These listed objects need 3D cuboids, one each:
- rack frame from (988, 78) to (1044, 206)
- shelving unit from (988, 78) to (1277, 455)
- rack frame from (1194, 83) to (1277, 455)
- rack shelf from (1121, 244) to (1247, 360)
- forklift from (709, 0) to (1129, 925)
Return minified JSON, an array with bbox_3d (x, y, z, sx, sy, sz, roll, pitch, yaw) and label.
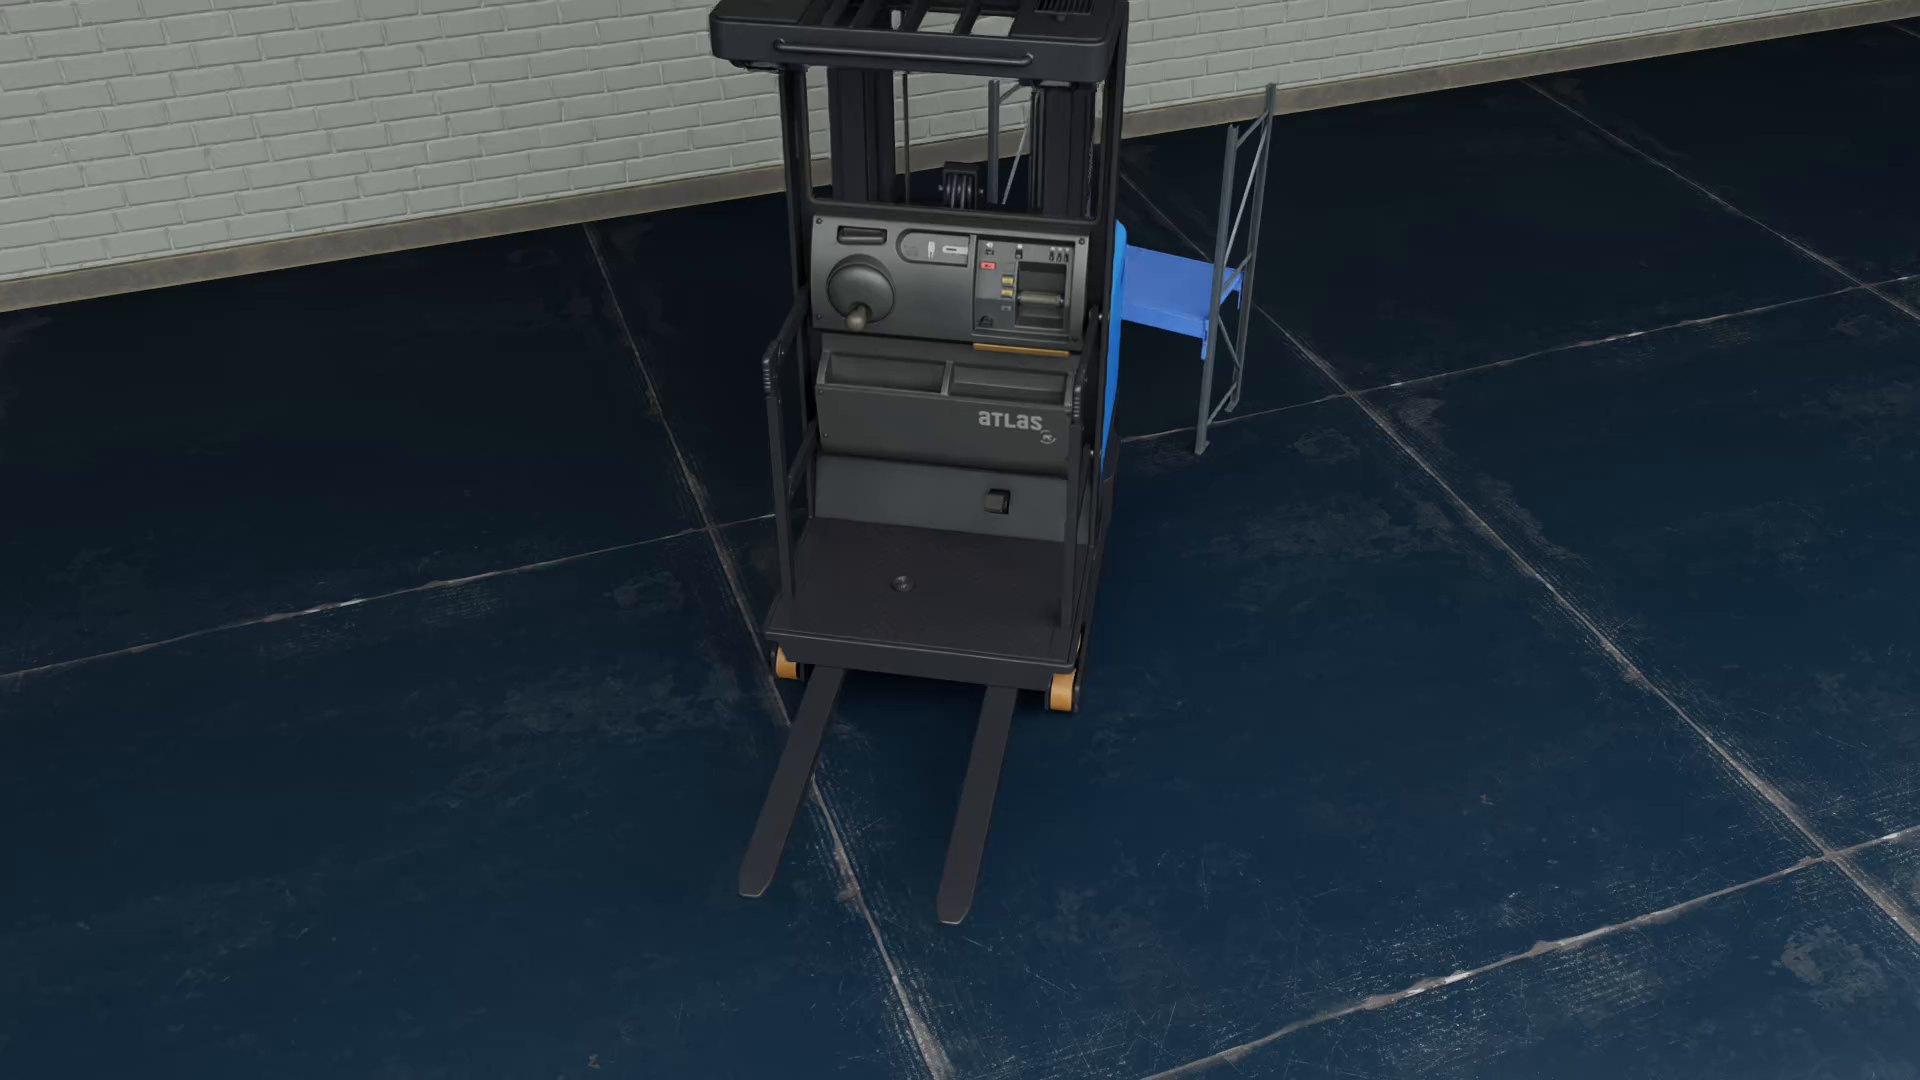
[{"bbox_3d":[0.242,-1.384,7.340,0.032,1.500,0.500,17,40,21],"label":"rack frame"},{"bbox_3d":[0.696,-1.245,7.157,1.048,1.500,0.538,17,40,21],"label":"shelving unit"},{"bbox_3d":[1.149,-1.107,6.973,0.032,1.500,0.500,17,40,21],"label":"rack frame"},{"bbox_3d":[0.696,-1.102,7.265,1.000,0.185,0.538,17,40,21],"label":"rack shelf"},{"bbox_3d":[-0.074,-0.796,5.370,1.130,2.935,3.031,6,37,8],"label":"forklift"}]
